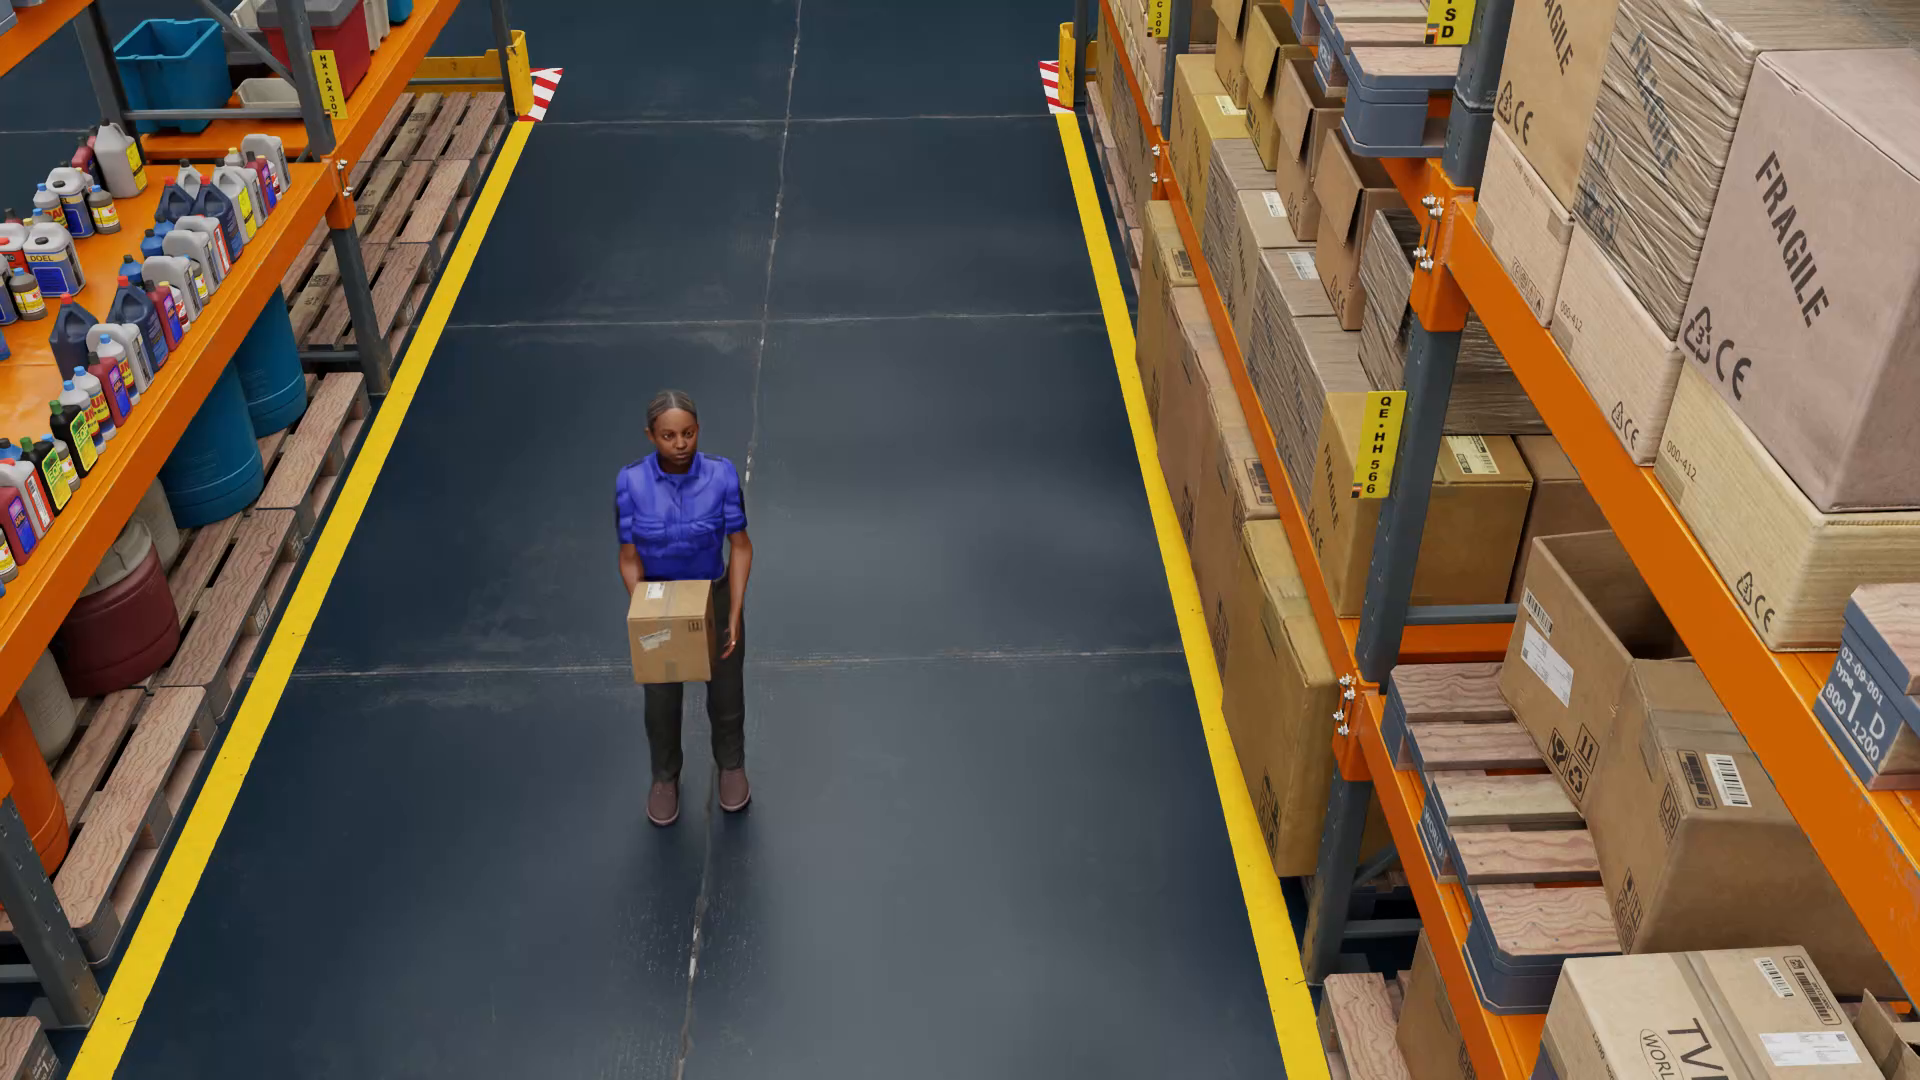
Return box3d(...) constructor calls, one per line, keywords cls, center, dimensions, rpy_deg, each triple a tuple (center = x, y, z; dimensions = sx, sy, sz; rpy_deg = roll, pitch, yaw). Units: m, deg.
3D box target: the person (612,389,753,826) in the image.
box3d(cls="person", center=(-0.934, 0.281, 5.755), dimensions=(0.482, 1.656, 0.503), rpy_deg=(-8, 36, -11))
